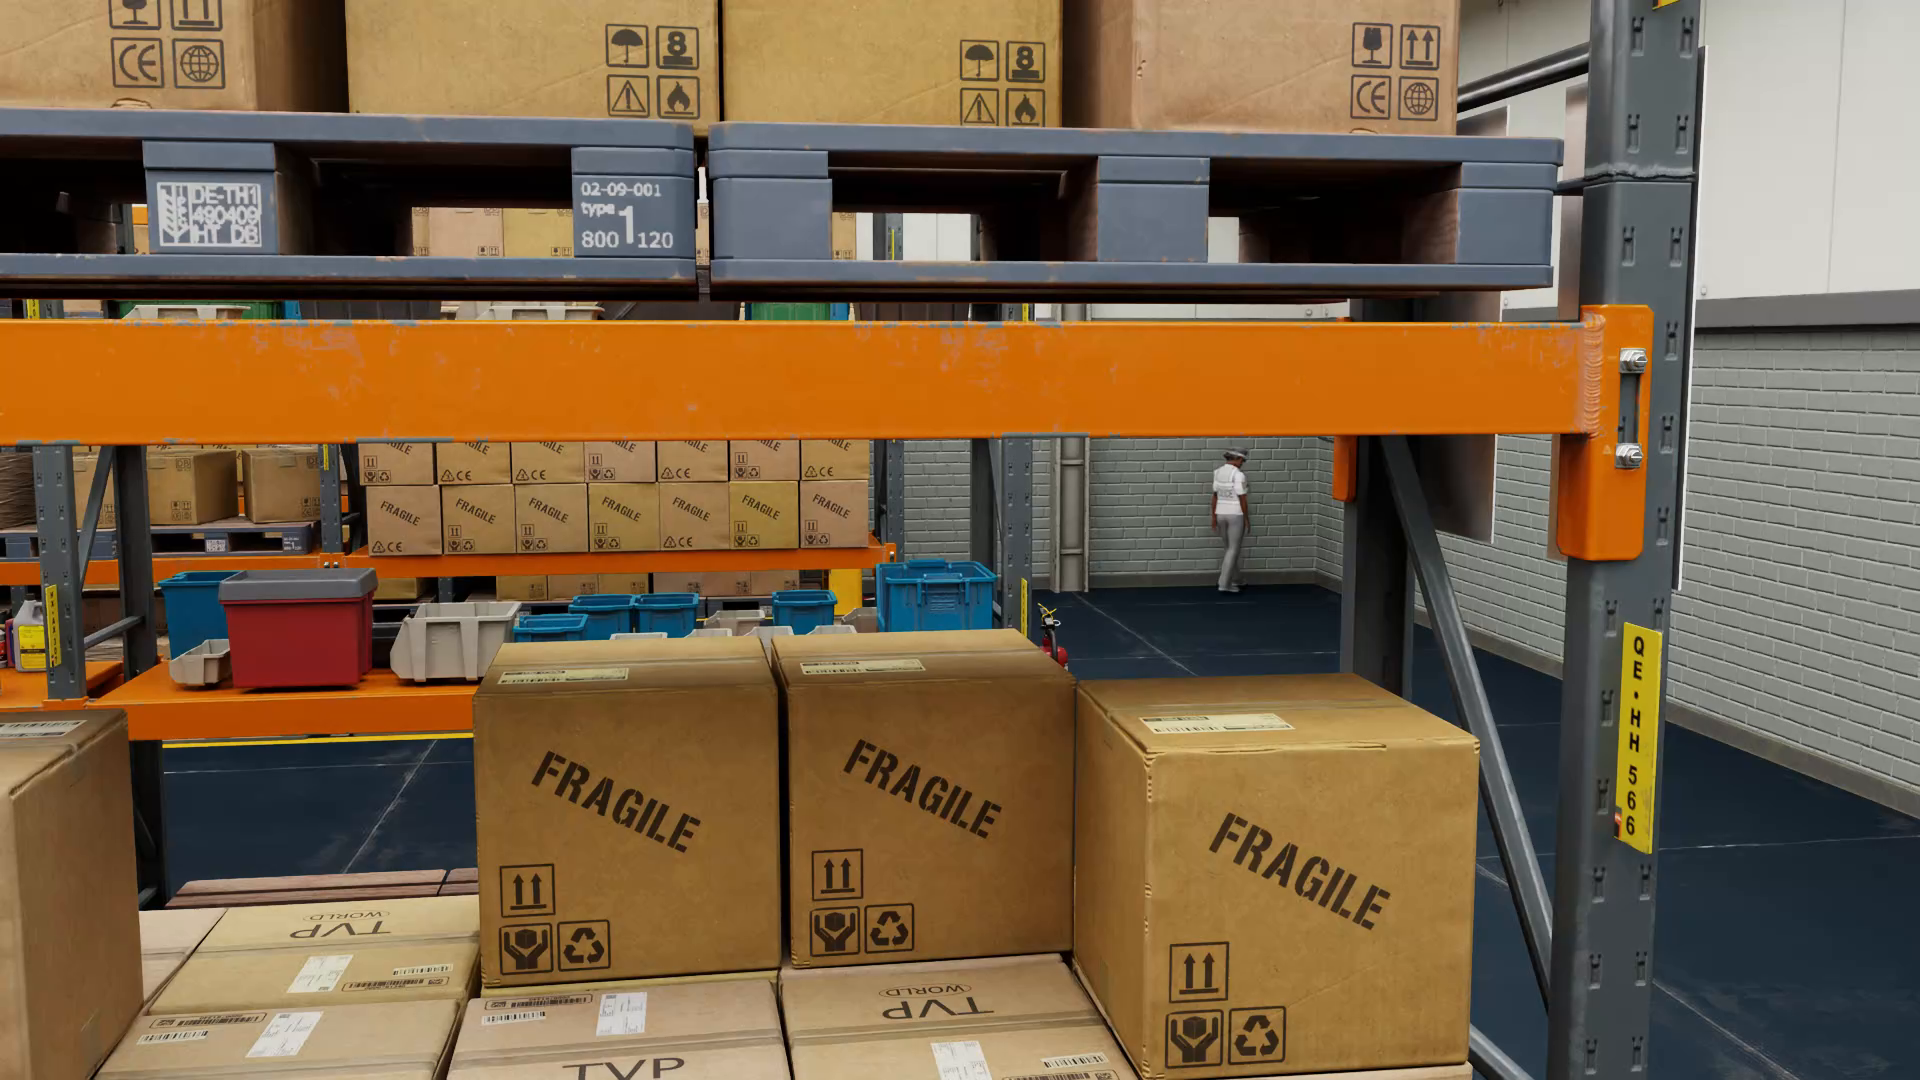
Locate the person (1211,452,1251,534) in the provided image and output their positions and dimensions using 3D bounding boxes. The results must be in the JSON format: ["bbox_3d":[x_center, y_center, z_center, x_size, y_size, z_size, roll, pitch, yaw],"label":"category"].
[{"bbox_3d":[3.080,-0.556,18.790,0.329,0.975,0.496,-5,8,-38],"label":"person"}]
